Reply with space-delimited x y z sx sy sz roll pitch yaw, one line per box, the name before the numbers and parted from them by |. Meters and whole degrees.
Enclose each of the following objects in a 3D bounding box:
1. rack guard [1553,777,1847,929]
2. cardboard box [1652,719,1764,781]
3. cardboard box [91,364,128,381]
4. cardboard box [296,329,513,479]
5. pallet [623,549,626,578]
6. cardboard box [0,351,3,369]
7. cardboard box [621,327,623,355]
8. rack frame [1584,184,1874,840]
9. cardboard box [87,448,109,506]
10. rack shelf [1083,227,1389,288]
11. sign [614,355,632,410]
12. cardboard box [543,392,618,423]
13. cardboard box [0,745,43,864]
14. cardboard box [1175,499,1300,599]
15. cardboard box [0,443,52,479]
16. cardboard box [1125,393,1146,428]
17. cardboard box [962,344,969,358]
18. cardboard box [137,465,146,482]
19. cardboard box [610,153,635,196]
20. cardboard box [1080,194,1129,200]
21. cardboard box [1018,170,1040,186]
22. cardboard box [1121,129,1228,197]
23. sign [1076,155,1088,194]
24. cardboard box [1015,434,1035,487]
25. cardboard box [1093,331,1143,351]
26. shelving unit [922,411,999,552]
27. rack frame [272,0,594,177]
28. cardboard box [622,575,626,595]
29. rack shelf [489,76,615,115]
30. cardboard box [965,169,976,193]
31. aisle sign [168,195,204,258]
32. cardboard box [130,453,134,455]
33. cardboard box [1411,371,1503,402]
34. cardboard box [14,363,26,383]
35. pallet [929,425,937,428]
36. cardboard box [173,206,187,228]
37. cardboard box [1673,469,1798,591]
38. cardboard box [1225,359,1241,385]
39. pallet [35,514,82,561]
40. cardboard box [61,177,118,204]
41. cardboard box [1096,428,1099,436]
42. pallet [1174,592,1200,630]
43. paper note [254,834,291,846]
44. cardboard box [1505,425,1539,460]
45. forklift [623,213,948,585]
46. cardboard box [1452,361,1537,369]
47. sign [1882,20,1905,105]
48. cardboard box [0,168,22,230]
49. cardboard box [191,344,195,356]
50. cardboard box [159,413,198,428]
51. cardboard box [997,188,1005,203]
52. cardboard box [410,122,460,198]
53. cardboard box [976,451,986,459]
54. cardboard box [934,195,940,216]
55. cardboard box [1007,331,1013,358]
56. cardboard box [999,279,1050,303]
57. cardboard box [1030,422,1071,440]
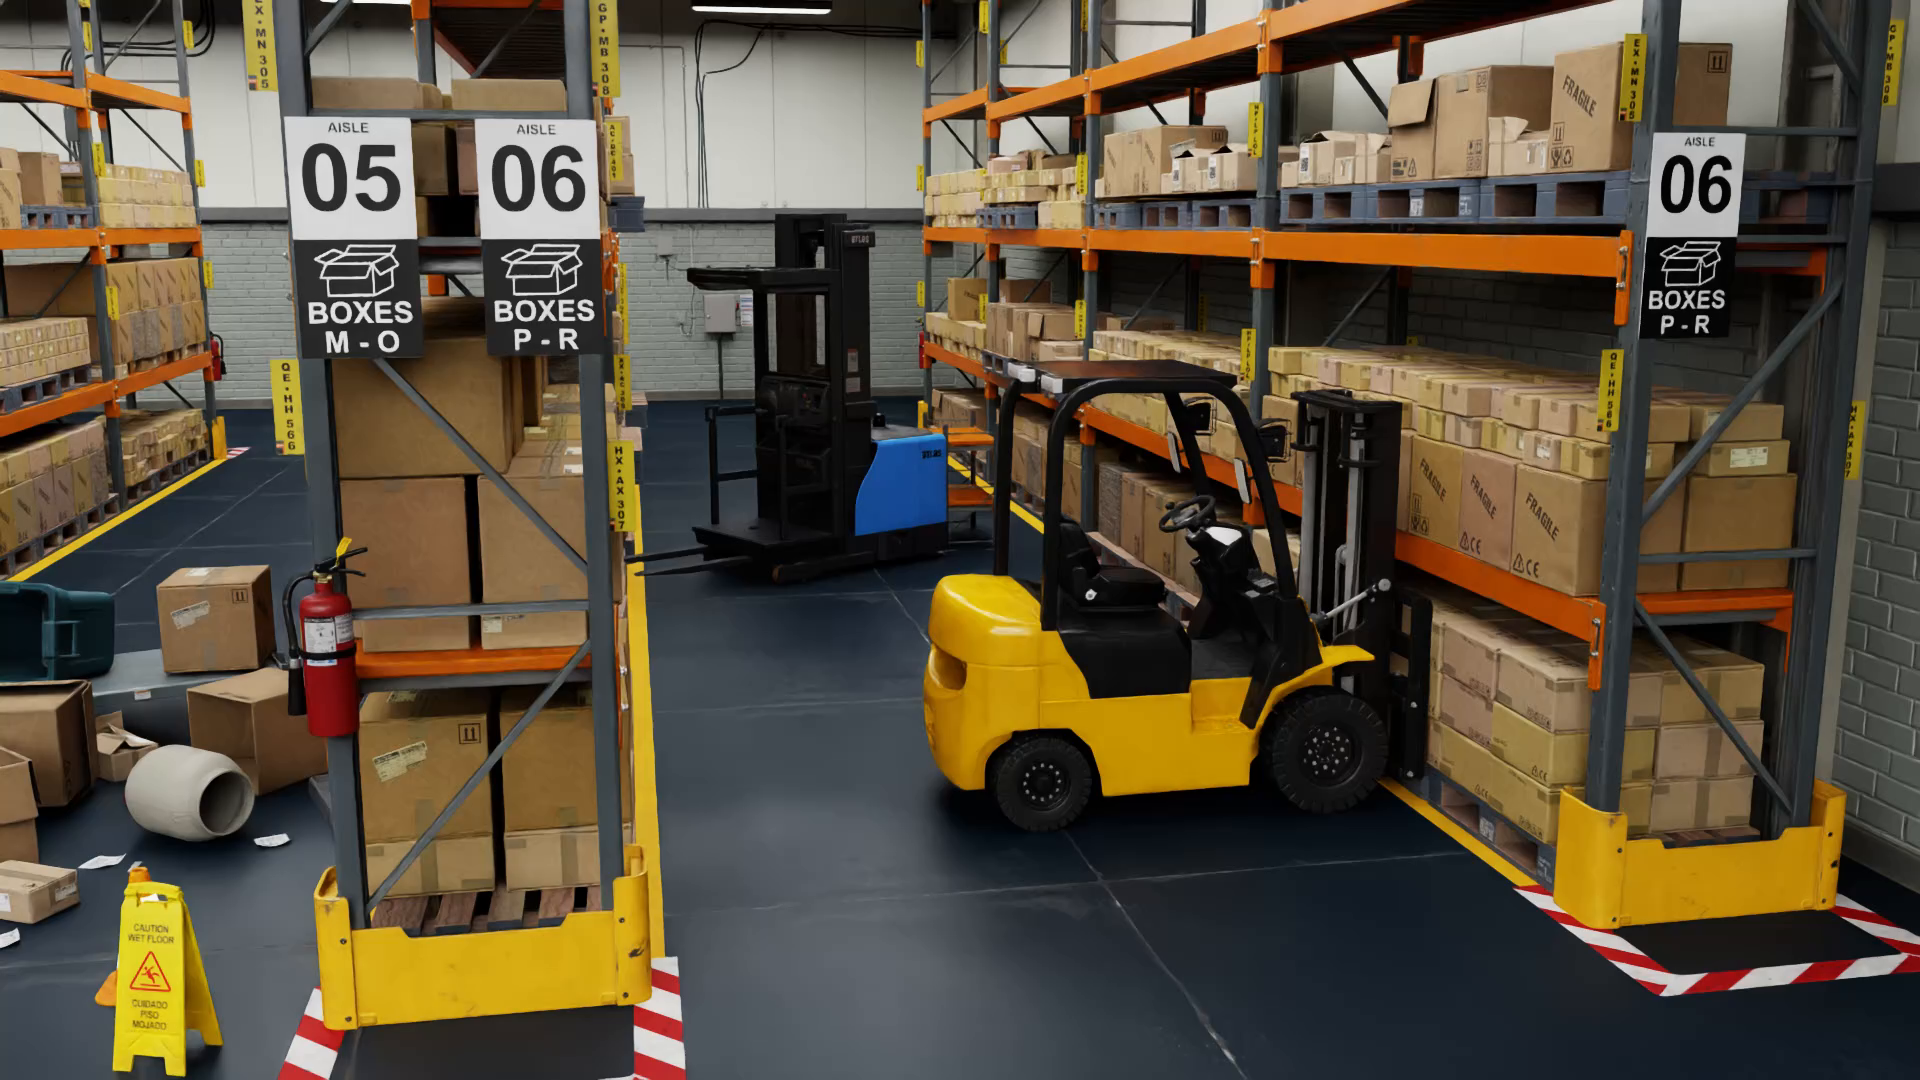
rack guard | 3.133 1.305 7.057 1.175 0.500 0.348 -2 11 -11
cardboard box | 3.241 0.878 7.510 0.500 0.250 0.500 -2 11 -10
cardboard box | -8.643 -1.689 16.773 0.380 0.149 0.250 -2 11 -9
cardboard box | -2.053 -0.518 6.214 0.700 0.500 0.500 -2 11 -12
pallet | -3.145 0.300 13.110 1.003 0.211 1.213 -2 11 -11
cardboard box | -8.188 -1.485 13.781 0.380 0.149 0.250 -2 11 -11
cardboard box | -2.508 -1.161 11.140 0.500 0.500 0.500 -2 11 -11
rack frame | 3.129 0.073 6.846 1.000 3.000 0.127 -2 11 -11
cardboard box | -8.518 -0.600 15.944 0.500 0.500 0.500 -2 11 -12
rack shelf | 1.962 -2.148 12.415 1.077 0.370 4.000 -2 11 -11
sign | -1.987 -0.926 9.779 0.100 0.325 0.005 -2 11 -11
cardboard box | -2.080 -0.508 8.836 0.500 0.500 0.500 -2 11 -9
cardboard box | -4.564 1.250 7.336 0.637 0.503 0.797 9 14 38
cardboard box | 2.095 0.061 12.133 0.875 0.625 0.625 -2 11 -12
cardboard box | -8.210 -0.681 14.363 0.500 0.250 0.500 -2 11 -11
cardboard box | 1.619 -1.044 13.114 0.500 0.250 0.500 -2 11 -13
cardboard box | 0.237 -2.243 19.683 0.380 0.149 0.250 -2 11 -12
cardboard box | -8.717 -0.682 17.310 0.380 0.149 0.250 -2 11 -9
cardboard box | -2.238 -2.208 10.083 0.500 0.250 0.500 -2 11 -13
cardboard box | 1.268 -3.047 14.547 0.380 0.149 0.250 -2 11 -10
cardboard box | 0.780 -3.529 16.232 0.380 0.149 0.250 -2 11 -11
cardboard box | 1.671 -2.942 13.005 0.700 0.500 0.500 -2 11 -12
sign | 1.040 -3.103 14.124 0.100 0.325 0.005 -2 11 -11
cardboard box | 0.874 -0.821 17.102 0.500 0.500 0.500 -2 11 -13
cardboard box | 1.346 -1.693 14.122 0.380 0.149 0.250 -2 11 -9
shelving unit | -0.001 -0.554 15.151 0.538 1.125 1.048 -2 11 -11
rack frame | -1.739 -2.693 5.333 1.000 3.000 0.127 -2 11 -11
cardboard box | -2.038 0.488 8.888 0.500 0.500 0.500 -2 11 -10
rack shelf | -3.684 -3.977 15.074 1.077 0.370 4.000 -2 11 -11
cardboard box | 0.353 -4.096 18.996 0.500 0.250 0.500 -2 11 -12
aisle sign | -9.407 -3.784 20.153 0.394 0.787 0.004 -2 11 -11
cardboard box | -8.803 -0.822 17.251 0.380 0.149 0.250 -2 11 -11
cardboard box | 2.548 -0.780 8.530 0.380 0.149 0.250 -2 11 -10
cardboard box | -8.280 -1.430 14.291 0.380 0.149 0.250 -2 11 -10
pallet | 0.188 -1.332 21.683 1.003 0.211 1.213 -2 11 -11
cardboard box | -9.233 -3.715 19.124 0.500 0.250 0.500 -2 11 -11
cardboard box | 3.305 -0.077 7.367 0.500 0.500 0.500 -2 11 -9
cardboard box | 1.999 -1.130 11.163 0.380 0.149 0.250 -2 11 -12
pallet | -8.516 -0.012 14.747 1.003 0.211 1.213 -2 11 -11
cardboard box | -8.767 -3.491 16.611 0.500 0.250 0.500 -2 11 -9
cardboard box | 1.473 -1.034 16.487 0.380 0.149 0.250 -2 11 -11
pallet | 2.169 0.575 11.664 1.003 0.211 1.213 -2 11 -11
paper note | -3.224 1.403 7.796 0.142 0.019 0.148 -6 13 -31
cardboard box | 2.717 -0.444 7.559 0.380 0.149 0.250 -2 11 -10
forklift | -1.540 -1.185 13.639 3.031 2.935 1.130 -9 14 -41
cardboard box | 2.927 -0.891 9.113 0.380 0.149 0.250 -2 11 -12
sign | 3.674 -1.888 6.577 0.100 0.325 0.005 -2 11 -11
cardboard box | -8.188 -2.835 13.832 0.500 0.500 0.500 -2 11 -11
cardboard box | -9.335 -2.262 19.785 0.380 0.149 0.250 -2 11 -11
cardboard box | -9.168 -1.401 19.500 0.380 0.149 0.250 -2 11 -12
cardboard box | 0.590 -3.523 16.998 0.380 0.149 0.250 -2 11 -10
cardboard box | -2.103 -1.376 6.042 0.500 0.250 0.500 -2 11 -12
cardboard box | 0.398 -1.026 19.117 0.380 0.149 0.250 -2 11 -13
cardboard box | -0.046 -4.224 21.004 0.500 0.250 0.500 -2 11 -10
cardboard box | 0.689 -2.000 16.971 0.396 0.266 0.258 -2 11 -8
cardboard box | 0.766 -2.852 19.811 0.500 0.500 0.500 -2 11 -13
cardboard box | 0.919 -1.113 16.900 0.380 0.149 0.250 -2 11 -9
